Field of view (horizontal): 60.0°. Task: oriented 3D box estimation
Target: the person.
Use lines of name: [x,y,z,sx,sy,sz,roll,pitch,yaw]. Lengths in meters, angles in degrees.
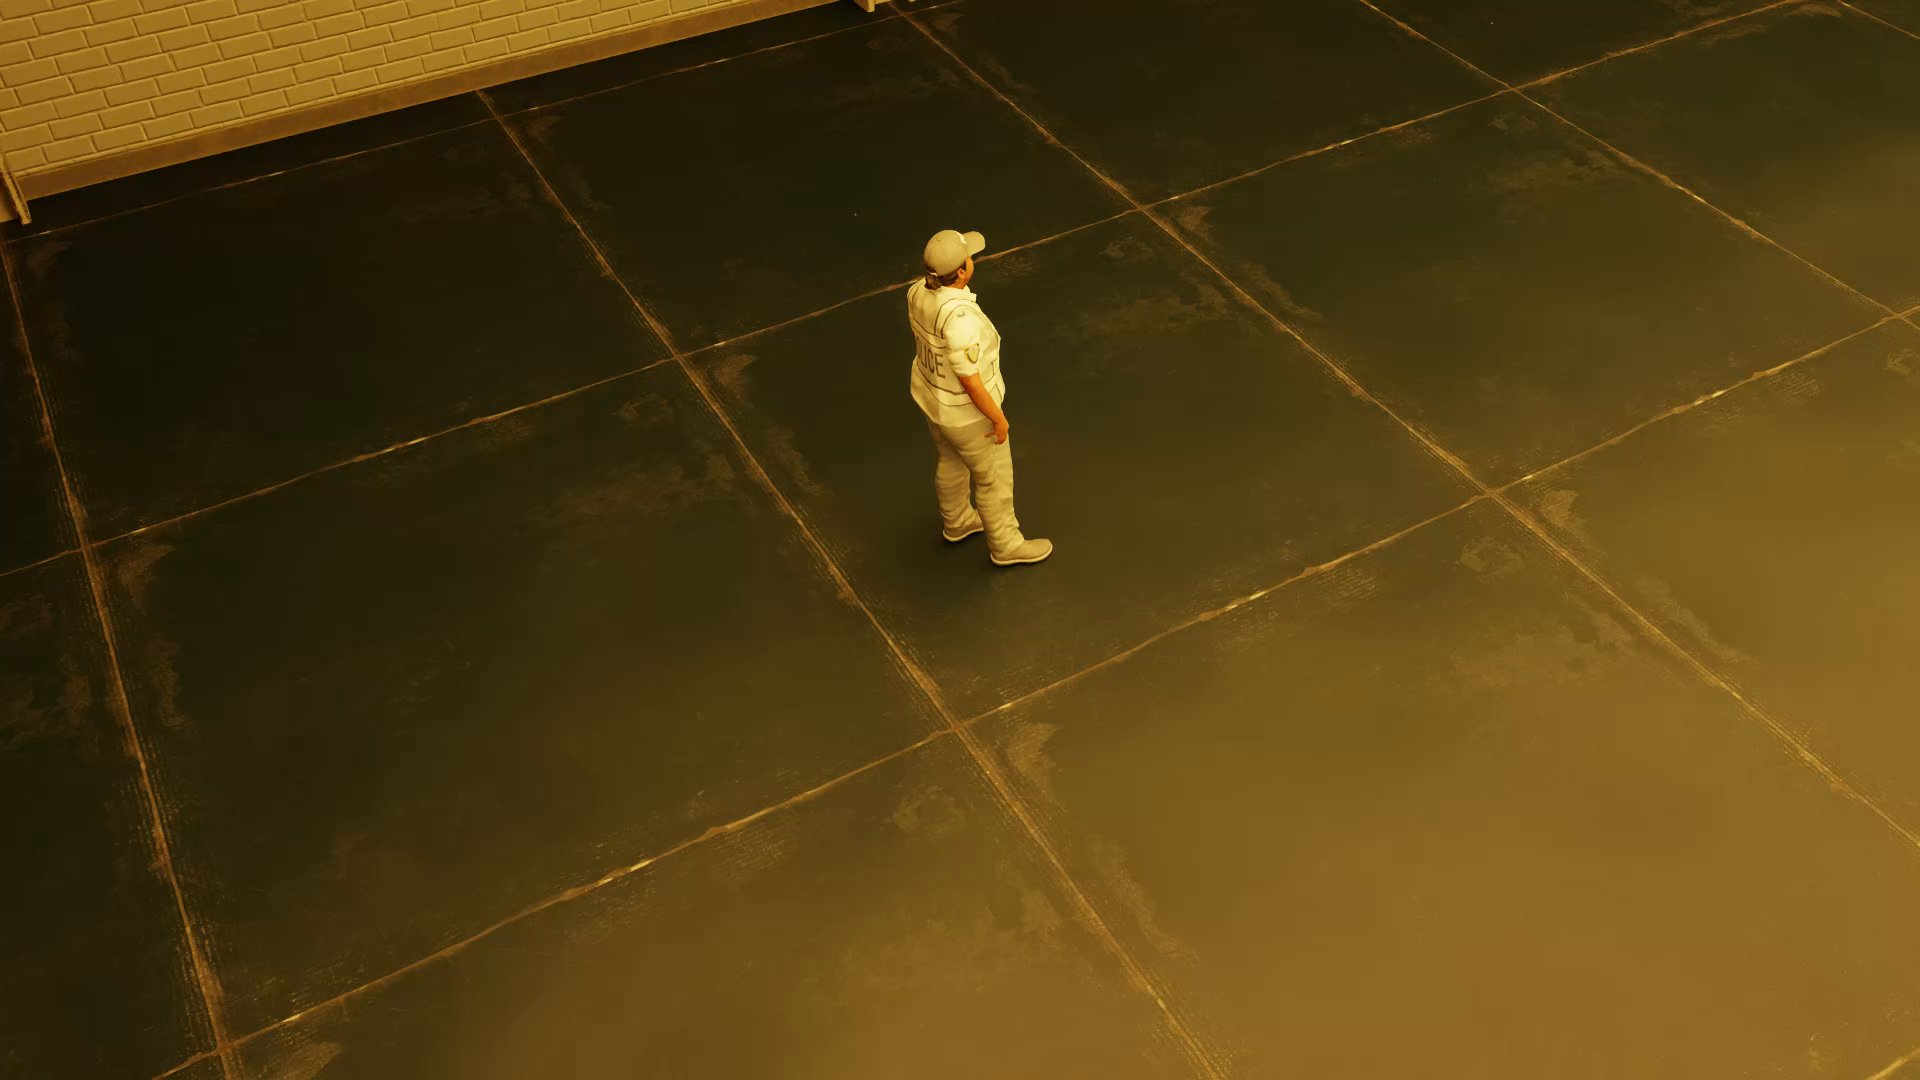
person: [0.078,-0.628,7.295,0.529,1.670,0.598,-21,47,-21]
